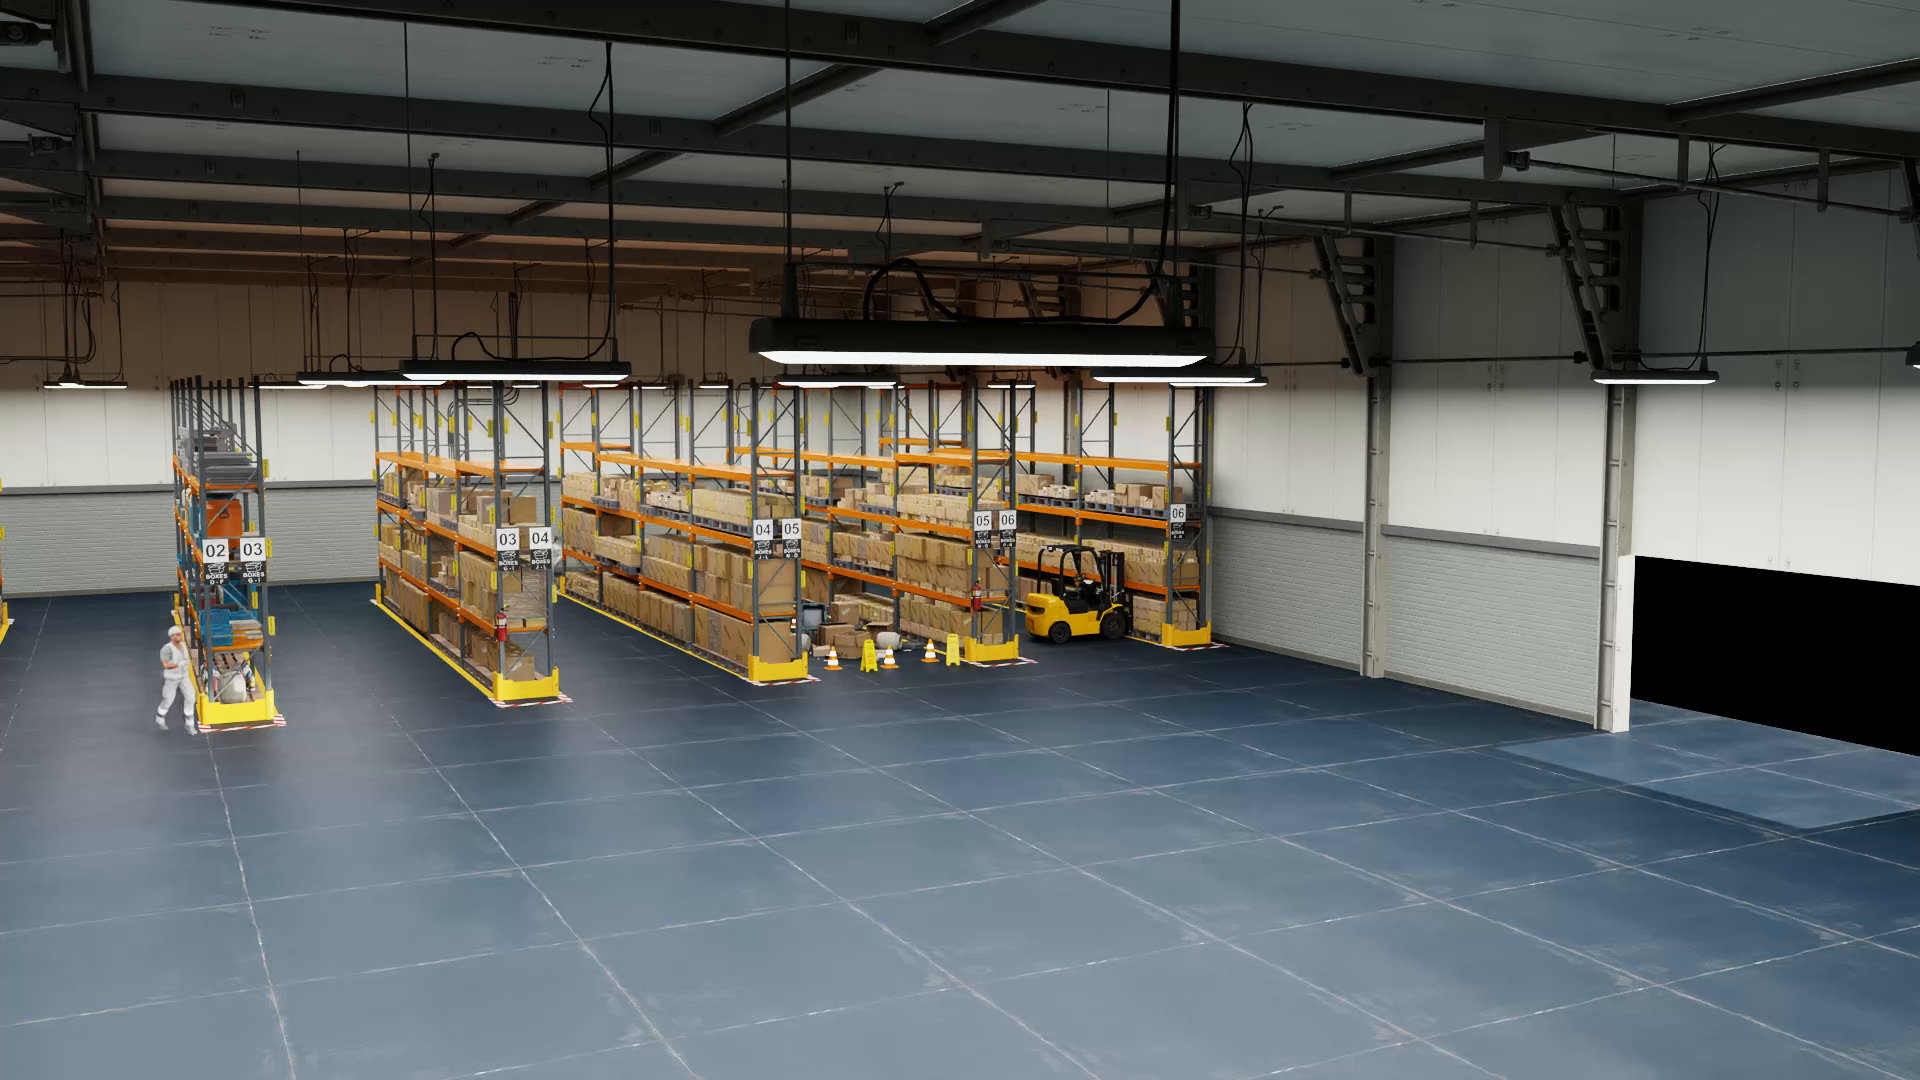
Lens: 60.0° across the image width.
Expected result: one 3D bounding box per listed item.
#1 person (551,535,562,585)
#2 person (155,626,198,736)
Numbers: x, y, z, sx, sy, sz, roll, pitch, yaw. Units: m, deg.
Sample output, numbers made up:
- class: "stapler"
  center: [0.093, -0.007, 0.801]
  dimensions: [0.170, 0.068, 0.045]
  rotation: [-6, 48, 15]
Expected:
- class: "person"
  center: [-11.797, 0.653, 47.989]
  dimensions: [0.461, 1.639, 0.670]
  rotation: [-5, 7, -44]
- class: "person"
  center: [-13.108, 2.349, 27.799]
  dimensions: [0.886, 1.840, 0.646]
  rotation: [2, 6, 25]
